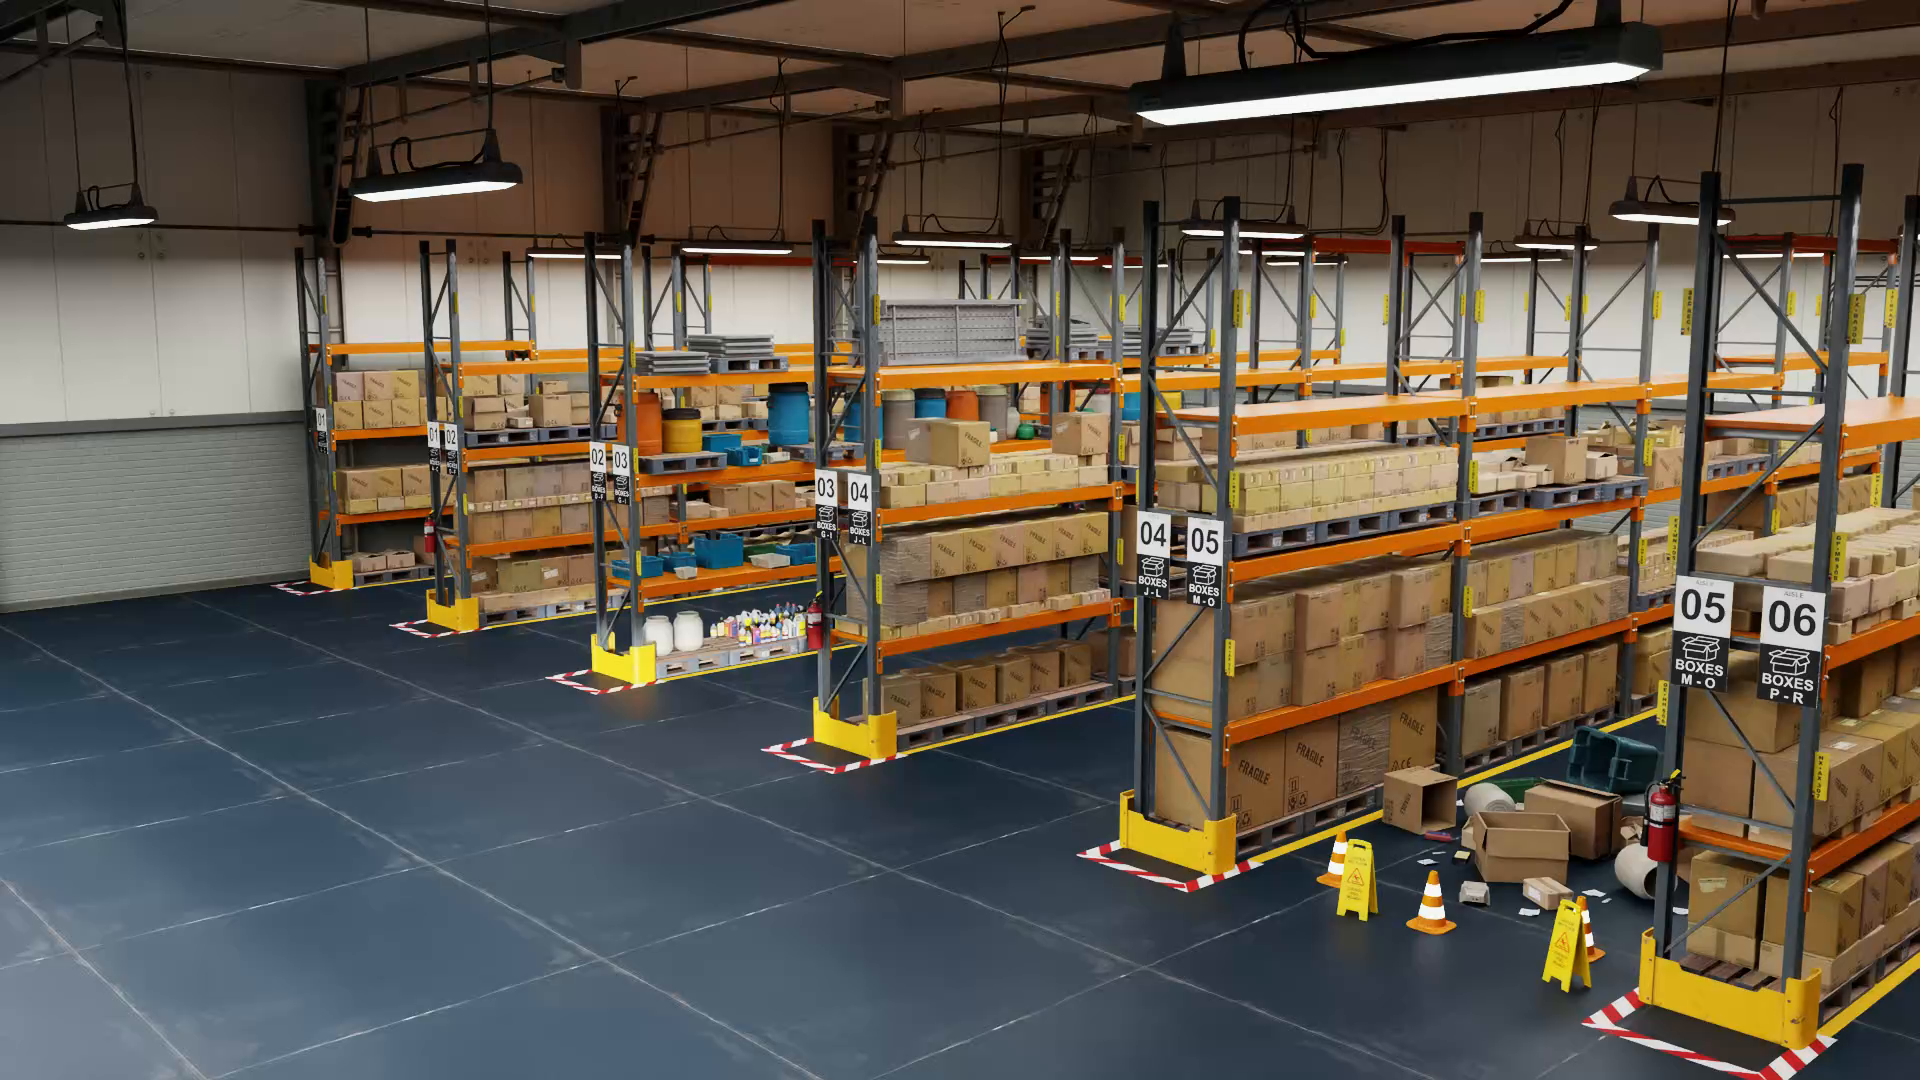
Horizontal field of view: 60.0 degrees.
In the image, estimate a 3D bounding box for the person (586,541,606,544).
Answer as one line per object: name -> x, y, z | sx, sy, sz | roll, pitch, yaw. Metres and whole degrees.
person -> -6.557, -0.009, 29.609 | 0.651, 1.671, 0.671 | 6, 10, 34
